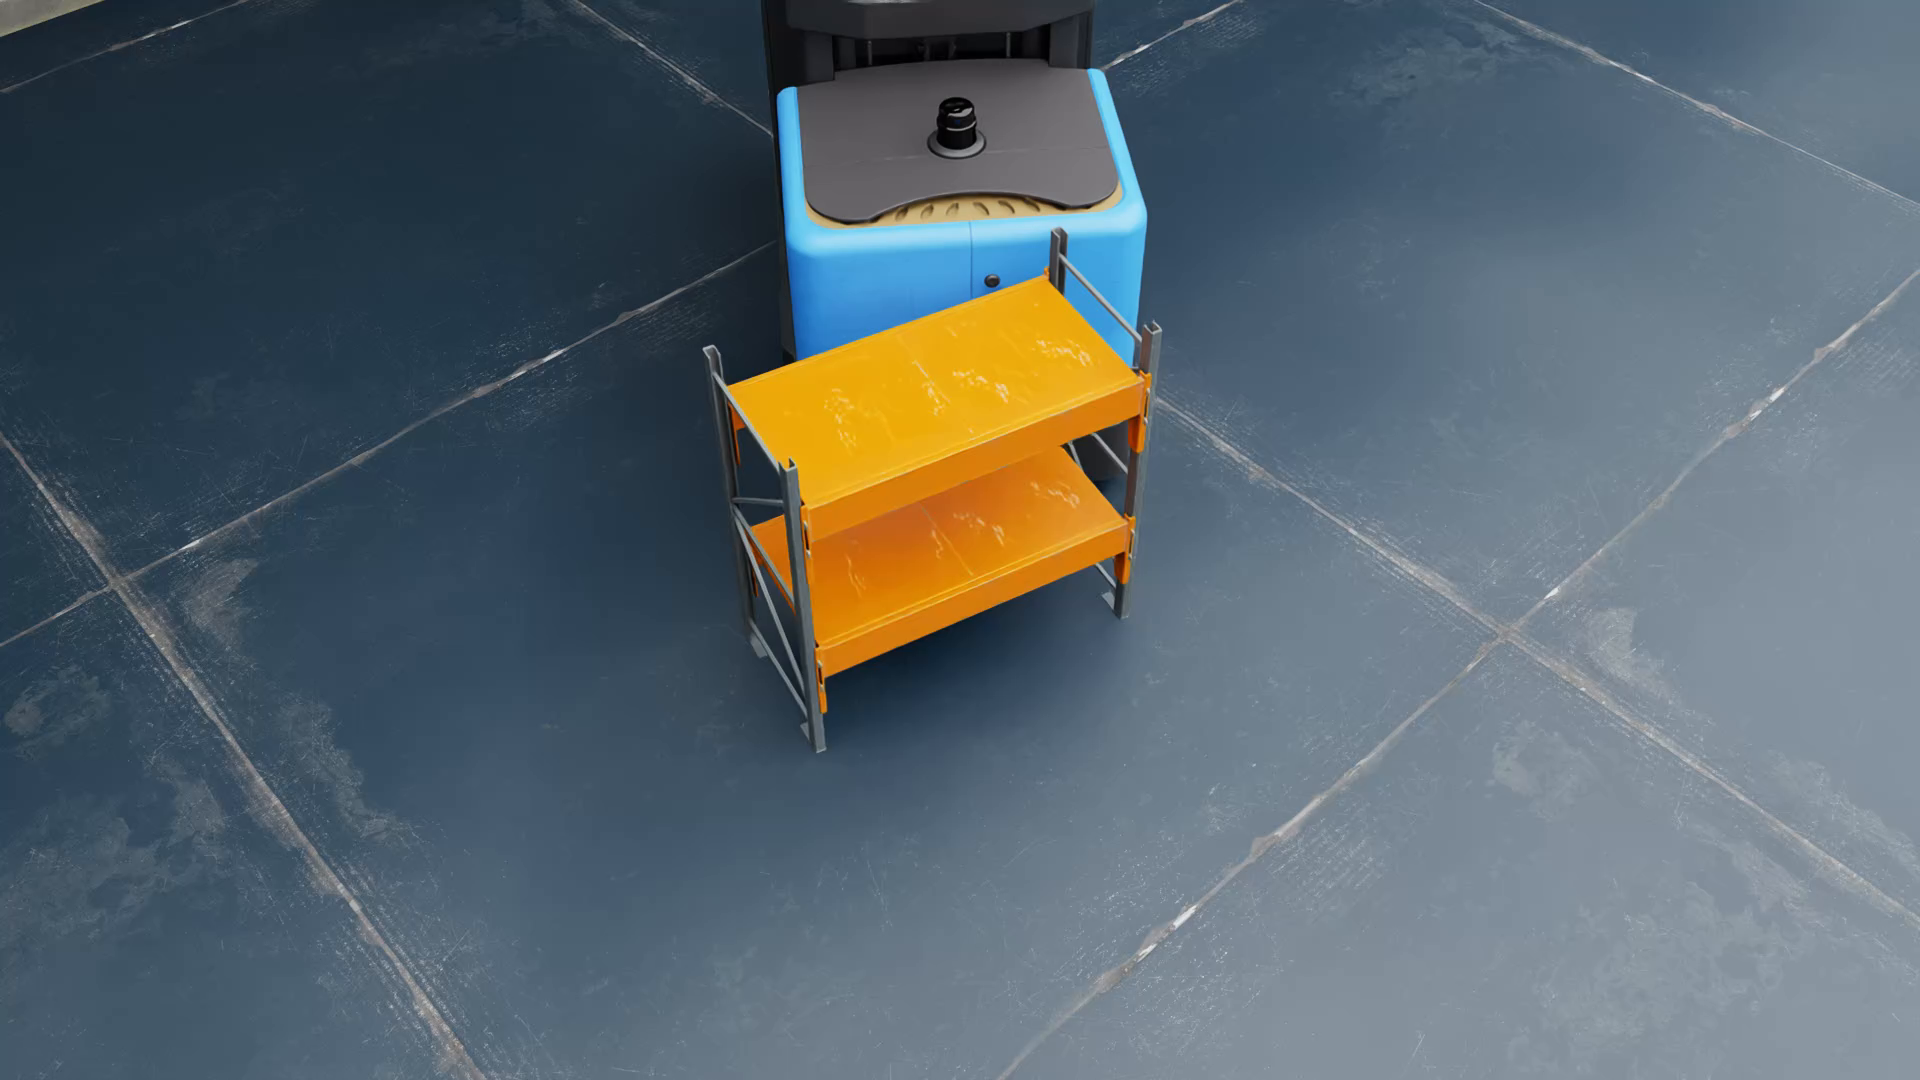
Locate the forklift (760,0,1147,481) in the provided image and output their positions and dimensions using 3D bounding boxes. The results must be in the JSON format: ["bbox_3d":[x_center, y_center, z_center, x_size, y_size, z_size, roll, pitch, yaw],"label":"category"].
[{"bbox_3d":[-0.132,-2.207,5.292,1.130,2.935,3.031,-5,47,-4],"label":"forklift"}]

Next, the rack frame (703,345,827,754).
[{"bbox_3d":[-0.512,0.057,4.432,0.032,1.125,0.500,-22,51,-19],"label":"rack frame"}]

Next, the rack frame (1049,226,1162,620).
[{"bbox_3d":[0.379,-0.304,4.765,0.032,1.125,0.500,-22,51,-19],"label":"rack frame"}]

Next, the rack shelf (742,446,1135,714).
[{"bbox_3d":[-0.066,0.042,4.779,1.000,0.278,0.538,-22,51,-19],"label":"rack shelf"}]

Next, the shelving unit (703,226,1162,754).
[{"bbox_3d":[-0.066,-0.124,4.599,1.048,1.125,0.538,-22,51,-19],"label":"shelving unit"}]

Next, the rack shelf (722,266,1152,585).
[{"bbox_3d":[-0.066,-0.322,4.384,1.000,0.278,0.538,-22,51,-19],"label":"rack shelf"}]
